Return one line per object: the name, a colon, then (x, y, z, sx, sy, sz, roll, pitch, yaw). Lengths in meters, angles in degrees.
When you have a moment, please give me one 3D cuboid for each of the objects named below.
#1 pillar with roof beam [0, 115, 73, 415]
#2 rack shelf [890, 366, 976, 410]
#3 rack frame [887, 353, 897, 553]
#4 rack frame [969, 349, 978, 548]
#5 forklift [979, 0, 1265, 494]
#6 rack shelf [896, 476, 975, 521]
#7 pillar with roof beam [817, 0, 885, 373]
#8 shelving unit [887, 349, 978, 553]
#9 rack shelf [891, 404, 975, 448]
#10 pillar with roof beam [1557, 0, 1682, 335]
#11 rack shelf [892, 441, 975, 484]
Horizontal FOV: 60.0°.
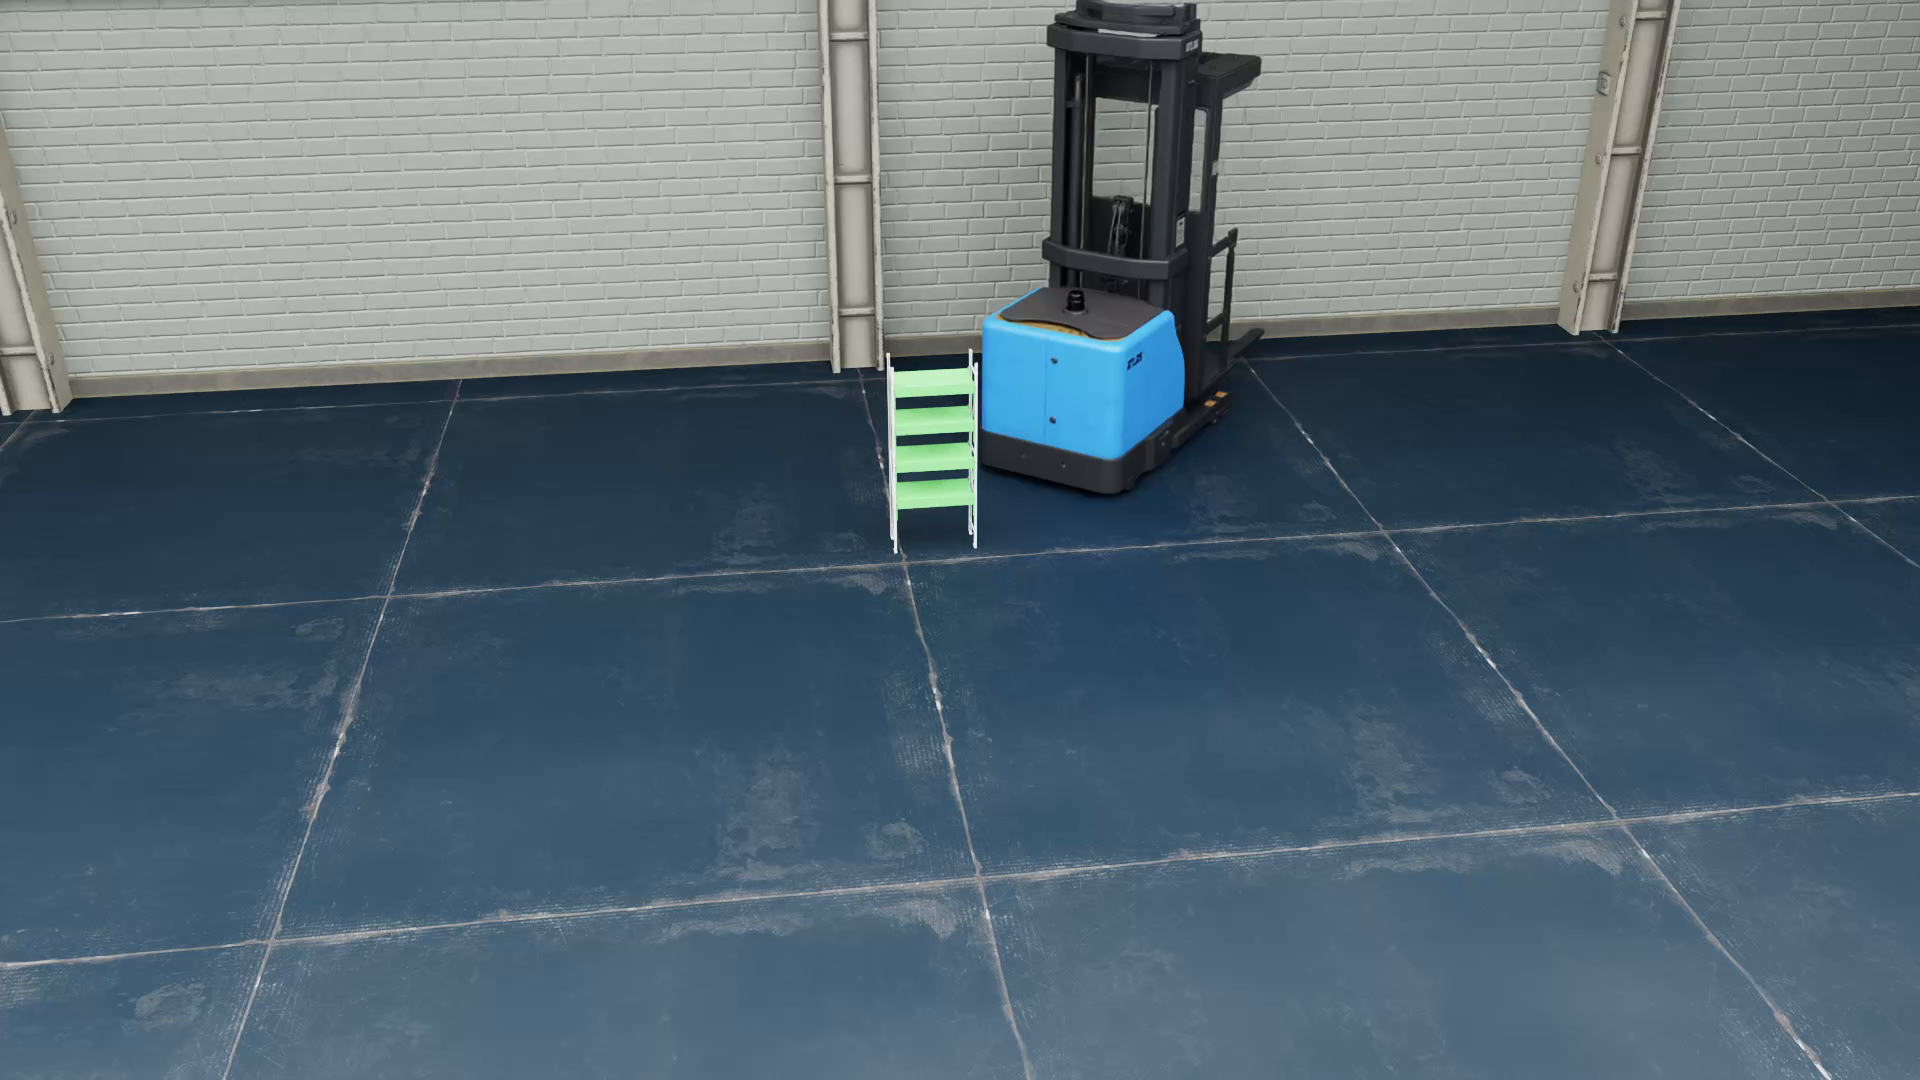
pillar with roof beam: (-6.138, -3.039, 6.315, 0.400, 9.000, 9.100, -4, 27, -7)
rack shelf: (-0.164, -0.894, 9.766, 0.480, 0.148, 0.258, -4, 27, -7)
rack frame: (-0.406, -0.508, 9.925, 0.015, 1.200, 0.240, -4, 27, -7)
rack frame: (0.078, -0.539, 9.986, 0.015, 1.200, 0.240, -4, 27, -7)
forklift: (1.315, -2.233, 11.391, 1.130, 2.935, 3.031, 15, 31, 27)
rack shelf: (-0.164, -0.253, 10.094, 0.480, 0.148, 0.258, -4, 27, -7)
pillar with roof beam: (-0.197, -3.420, 7.059, 0.400, 9.000, 9.100, -4, 27, -7)
shelving unit: (-0.164, -0.523, 9.956, 0.503, 1.200, 0.258, -4, 27, -7)
rack shelf: (-0.164, -0.680, 9.875, 0.480, 0.148, 0.258, -4, 27, -7)
pillar with roof beam: (5.745, -3.802, 7.802, 0.400, 9.000, 9.100, -4, 27, -7)
rack shelf: (-0.164, -0.466, 9.985, 0.480, 0.148, 0.258, -4, 27, -7)
